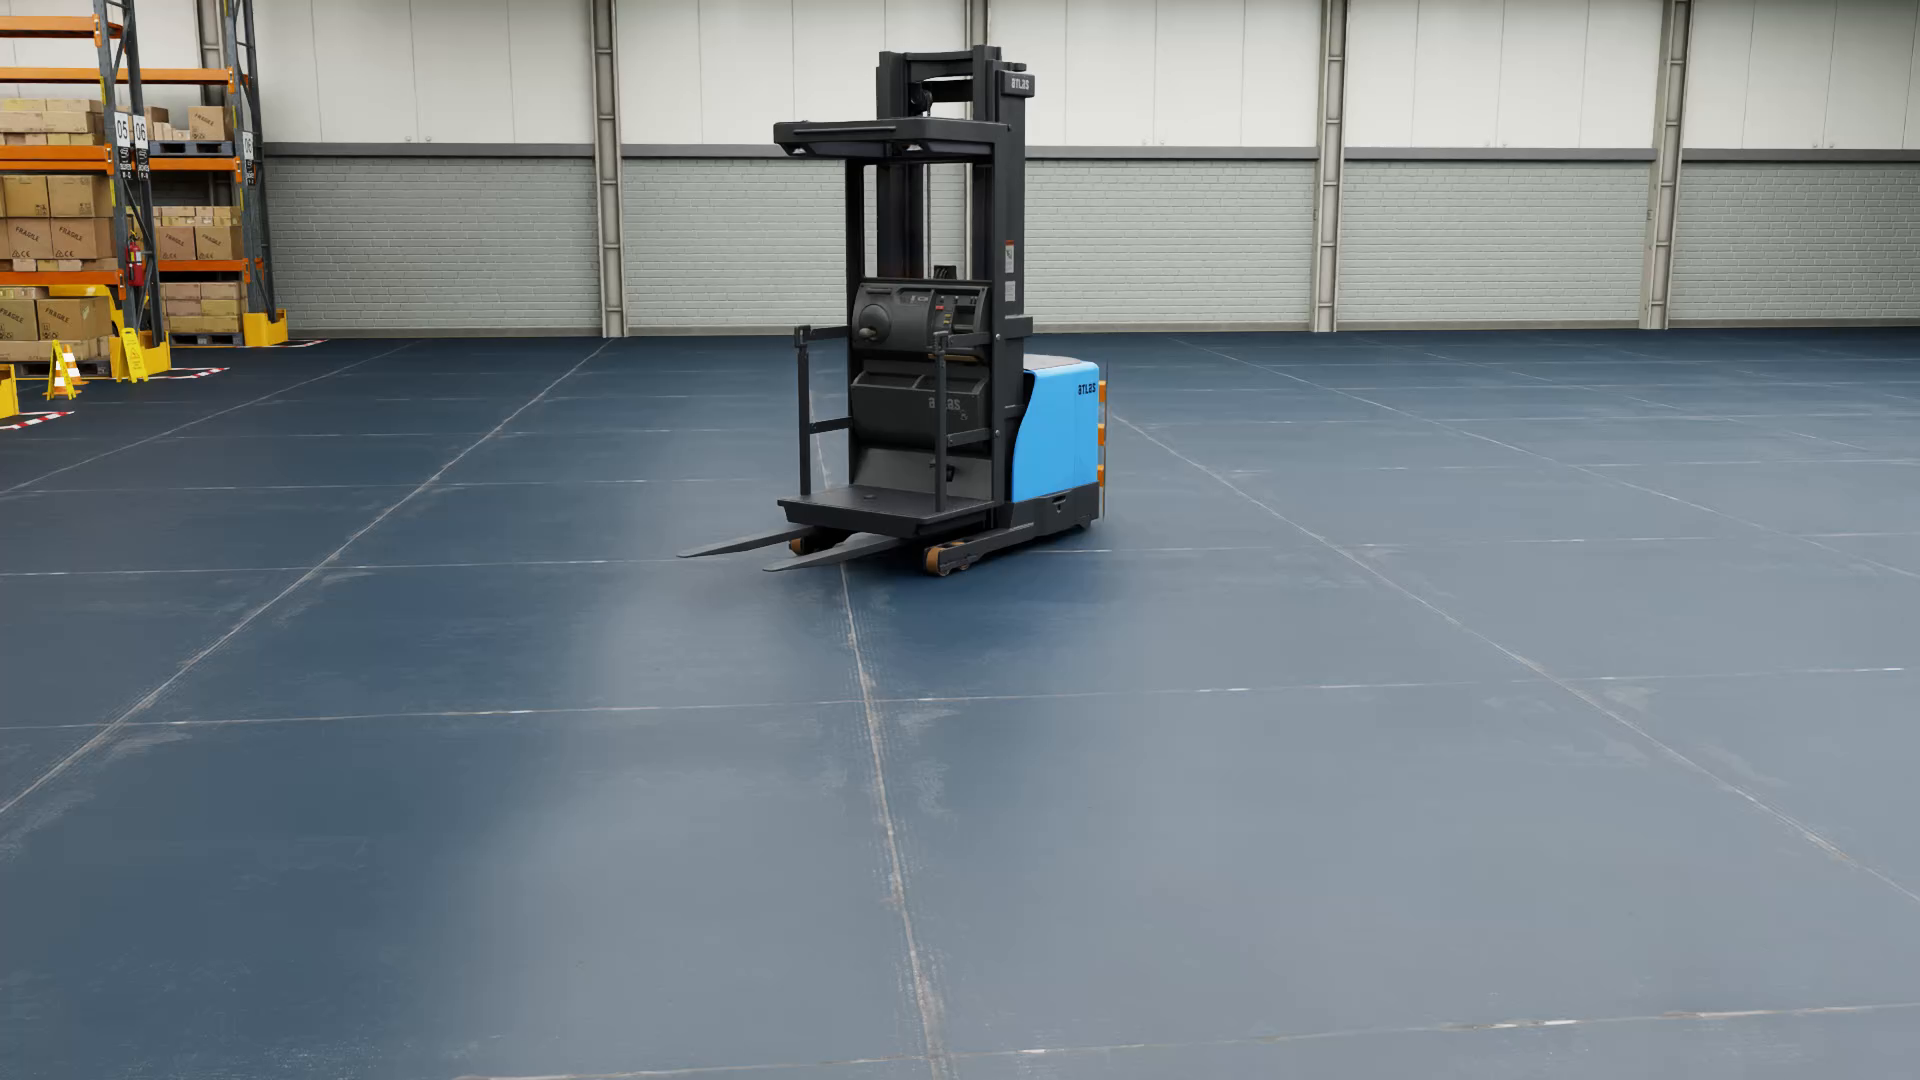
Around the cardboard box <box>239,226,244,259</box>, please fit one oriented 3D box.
[{"bbox_3d":[-11.374,-4.633,25.897,0.500,0.500,0.500,-1,11,-4],"label":"cardboard box"}]

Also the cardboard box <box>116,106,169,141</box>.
[{"bbox_3d":[-12.294,-6.258,25.044,0.500,0.500,0.700,-1,11,-6],"label":"cardboard box"}]

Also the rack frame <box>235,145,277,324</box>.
[{"bbox_3d":[-10.852,-4.541,25.688,0.127,3.000,1.000,-1,11,-6],"label":"rack frame"}]

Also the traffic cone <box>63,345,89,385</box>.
[{"bbox_3d":[-10.600,-2.088,19.788,0.334,0.463,0.336,-1,11,-6],"label":"traffic cone"}]

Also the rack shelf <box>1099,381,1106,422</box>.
[{"bbox_3d":[0.837,-0.921,10.903,0.240,0.259,0.215,2,12,6],"label":"rack shelf"}]

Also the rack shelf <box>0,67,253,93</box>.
[{"bbox_3d":[-12.840,-6.893,25.006,4.000,0.370,1.077,-1,11,-6],"label":"rack shelf"}]

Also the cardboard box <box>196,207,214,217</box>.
[{"bbox_3d":[-11.427,-4.995,25.287,0.250,0.149,0.380,-1,11,-6],"label":"cardboard box"}]

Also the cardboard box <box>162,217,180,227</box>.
[{"bbox_3d":[-11.929,-4.839,25.267,0.250,0.149,0.380,-1,11,-6],"label":"cardboard box"}]

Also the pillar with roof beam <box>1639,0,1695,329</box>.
[{"bbox_3d":[12.683,-7.317,24.259,0.400,9.000,9.100,-1,11,-6],"label":"pillar with roof beam"}]

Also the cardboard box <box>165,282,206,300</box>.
[{"bbox_3d":[-11.783,-3.807,25.404,0.500,0.250,0.500,-1,11,-5],"label":"cardboard box"}]

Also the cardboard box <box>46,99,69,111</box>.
[{"bbox_3d":[-10.877,-5.267,20.191,0.250,0.149,0.380,-1,11,-5],"label":"cardboard box"}]

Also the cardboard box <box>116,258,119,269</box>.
[{"bbox_3d":[-10.672,-3.498,21.037,0.250,0.149,0.380,-1,11,-6],"label":"cardboard box"}]

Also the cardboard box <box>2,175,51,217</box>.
[{"bbox_3d":[-11.300,-4.213,20.399,0.500,0.500,0.700,-1,11,-6],"label":"cardboard box"}]

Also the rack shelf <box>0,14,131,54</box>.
[{"bbox_3d":[-12.300,-6.136,20.126,4.000,0.370,1.077,-1,11,-6],"label":"rack shelf"}]

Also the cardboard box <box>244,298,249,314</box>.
[{"bbox_3d":[-11.341,-3.673,26.018,0.500,0.250,0.500,-1,11,-5],"label":"cardboard box"}]

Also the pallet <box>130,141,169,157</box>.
[{"bbox_3d":[-12.773,-5.933,25.225,1.213,0.211,1.003,-1,11,-6],"label":"pallet"}]

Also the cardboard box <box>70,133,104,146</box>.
[{"bbox_3d":[-10.636,-4.876,20.271,0.250,0.149,0.380,-1,11,-6],"label":"cardboard box"}]

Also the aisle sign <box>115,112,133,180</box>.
[{"bbox_3d":[-10.219,-4.810,20.320,0.004,0.787,0.394,-1,11,-6],"label":"aisle sign"}]

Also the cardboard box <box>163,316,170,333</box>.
[{"bbox_3d":[-12.278,-3.310,25.467,0.500,0.250,0.500,-1,11,-5],"label":"cardboard box"}]

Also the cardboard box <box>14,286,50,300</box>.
[{"bbox_3d":[-11.438,-3.045,20.493,0.250,0.149,0.380,-1,11,-4],"label":"cardboard box"}]

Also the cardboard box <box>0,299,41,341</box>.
[{"bbox_3d":[-11.599,-2.735,20.601,0.500,0.500,0.500,-1,11,-4],"label":"cardboard box"}]

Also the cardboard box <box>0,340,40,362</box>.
[{"bbox_3d":[-11.602,-2.368,20.676,0.500,0.250,0.500,-1,11,-6],"label":"cardboard box"}]

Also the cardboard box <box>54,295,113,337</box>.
[{"bbox_3d":[-11.167,-2.849,21.180,0.500,0.500,0.500,-2,11,-8],"label":"cardboard box"}]

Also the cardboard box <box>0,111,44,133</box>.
[{"bbox_3d":[-11.293,-5.063,20.187,0.500,0.250,0.500,-1,11,-7],"label":"cardboard box"}]

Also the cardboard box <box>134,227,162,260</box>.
[{"bbox_3d":[-12.339,-4.509,25.270,0.500,0.500,0.500,-1,11,-7],"label":"cardboard box"}]

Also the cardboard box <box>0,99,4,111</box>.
[{"bbox_3d":[-11.630,-5.259,20.151,0.250,0.149,0.380,-1,11,-6],"label":"cardboard box"}]

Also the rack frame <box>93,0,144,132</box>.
[{"bbox_3d":[-10.312,-6.532,20.268,0.127,3.000,1.000,-1,11,-6],"label":"rack frame"}]

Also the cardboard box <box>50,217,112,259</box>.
[{"bbox_3d":[-10.822,-3.720,20.482,0.500,0.500,0.500,-1,11,-7],"label":"cardboard box"}]

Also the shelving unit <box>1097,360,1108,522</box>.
[{"bbox_3d":[0.836,-0.653,10.960,0.252,1.050,0.215,2,12,6],"label":"shelving unit"}]

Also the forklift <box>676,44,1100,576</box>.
[{"bbox_3d":[-0.360,-1.339,9.583,1.130,2.935,3.031,8,14,34],"label":"forklift"}]

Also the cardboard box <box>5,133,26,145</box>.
[{"bbox_3d":[-11.407,-4.873,20.256,0.250,0.149,0.380,-1,11,-6],"label":"cardboard box"}]

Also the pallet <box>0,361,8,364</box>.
[{"bbox_3d":[-12.409,-2.184,20.930,1.213,0.211,1.003,-1,11,-6],"label":"pallet"}]

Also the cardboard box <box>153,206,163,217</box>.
[{"bbox_3d":[-12.187,-4.967,25.144,0.250,0.149,0.380,-1,11,-5],"label":"cardboard box"}]

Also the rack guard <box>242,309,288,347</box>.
[{"bbox_3d":[-10.828,-3.315,25.932,0.348,0.500,1.175,-1,11,-6],"label":"rack guard"}]

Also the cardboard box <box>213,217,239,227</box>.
[{"bbox_3d":[-11.166,-4.847,25.306,0.250,0.149,0.380,-1,11,-5],"label":"cardboard box"}]

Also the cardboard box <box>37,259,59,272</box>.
[{"bbox_3d":[-11.158,-3.389,20.481,0.250,0.149,0.380,-1,11,-7],"label":"cardboard box"}]

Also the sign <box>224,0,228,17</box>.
[{"bbox_3d":[-10.807,-7.877,24.481,0.005,0.325,0.100,-1,11,-6],"label":"sign"}]

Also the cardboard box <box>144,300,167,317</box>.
[{"bbox_3d":[-12.313,-3.550,25.391,0.500,0.250,0.500,-1,11,-7],"label":"cardboard box"}]

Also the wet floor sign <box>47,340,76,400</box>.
[{"bbox_3d":[-9.862,-1.867,18.190,0.232,0.644,0.267,-3,12,-16],"label":"wet floor sign"}]

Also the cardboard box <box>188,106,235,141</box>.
[{"bbox_3d":[-11.265,-6.261,25.055,0.500,0.500,0.500,-1,11,-4],"label":"cardboard box"}]
